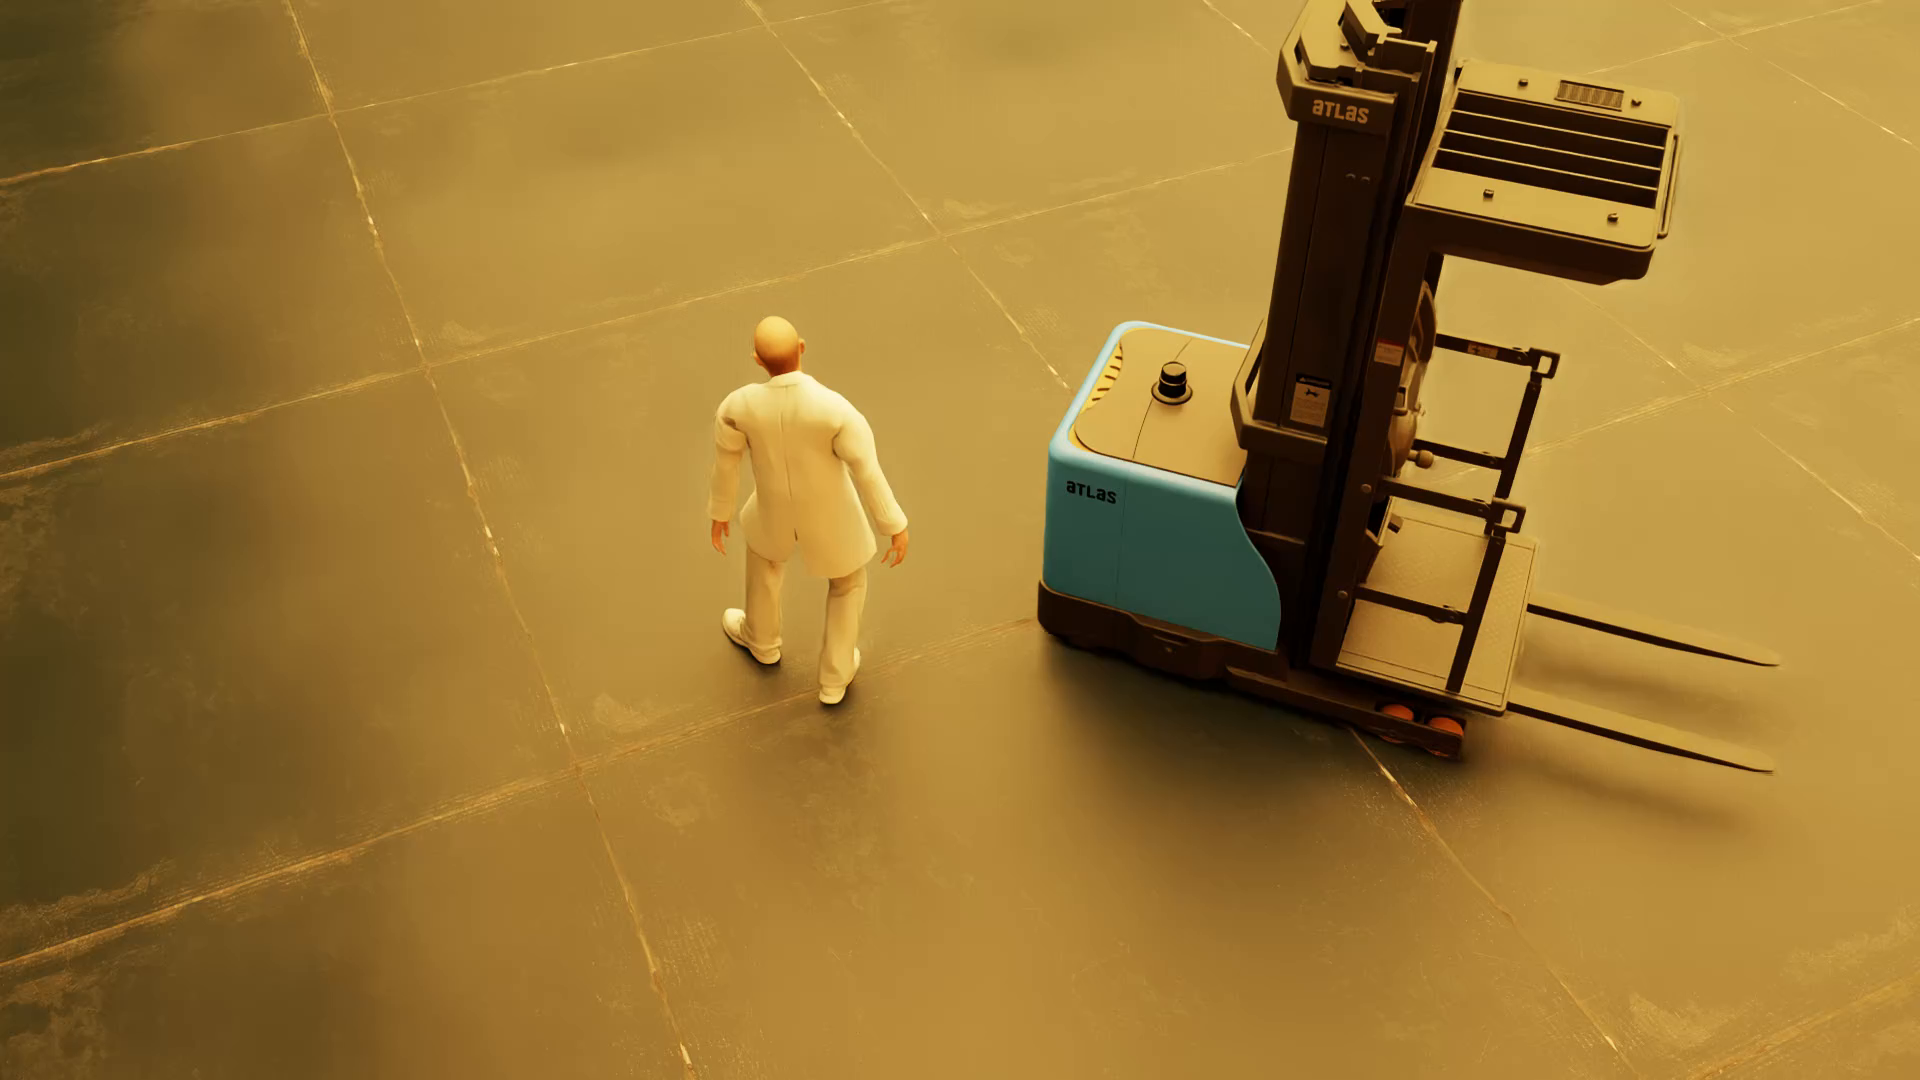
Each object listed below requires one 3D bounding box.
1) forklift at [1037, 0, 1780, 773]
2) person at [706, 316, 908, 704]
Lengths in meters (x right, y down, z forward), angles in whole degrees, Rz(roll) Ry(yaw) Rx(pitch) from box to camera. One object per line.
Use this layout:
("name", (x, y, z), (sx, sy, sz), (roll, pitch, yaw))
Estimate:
("forklift", (1.911, -0.592, 6.314), (3.031, 2.935, 1.130), (15, 45, 16))
("person", (-0.639, -0.097, 6.698), (0.930, 1.751, 0.509), (12, 44, 13))
